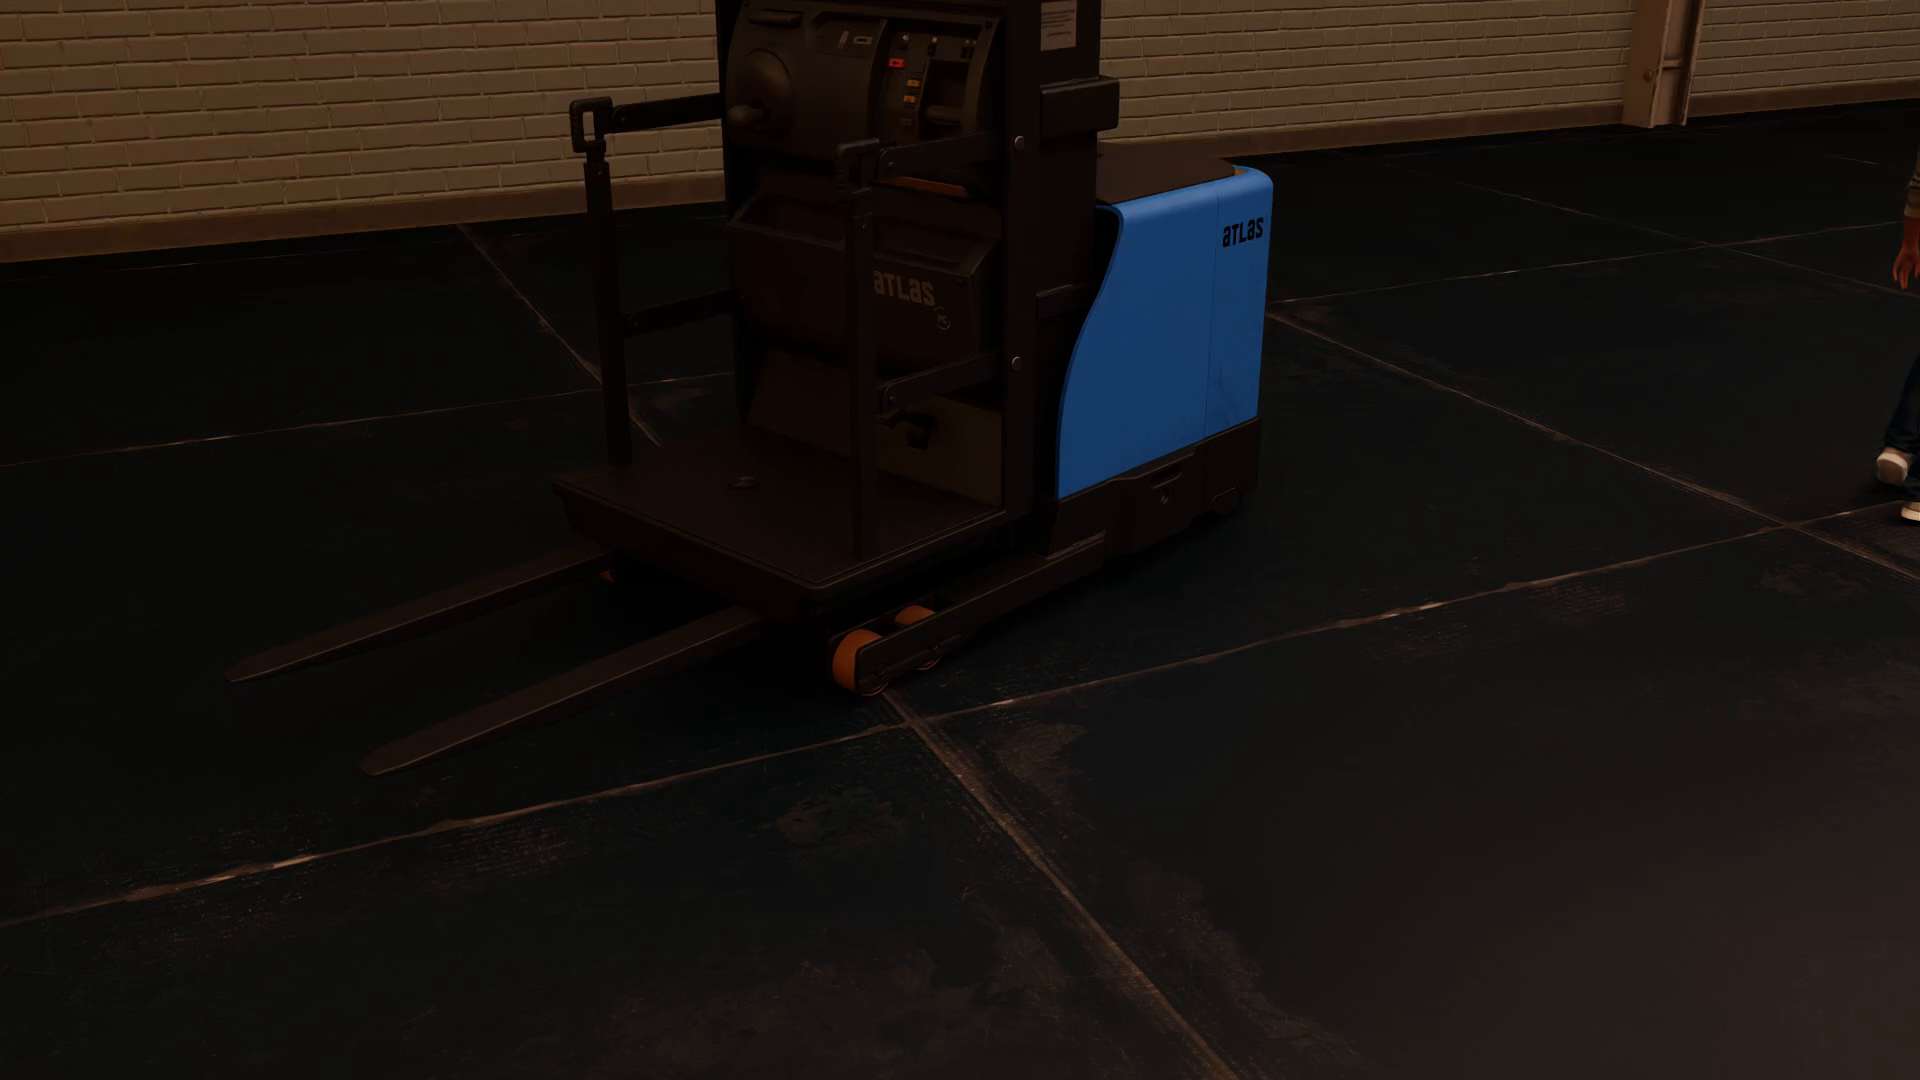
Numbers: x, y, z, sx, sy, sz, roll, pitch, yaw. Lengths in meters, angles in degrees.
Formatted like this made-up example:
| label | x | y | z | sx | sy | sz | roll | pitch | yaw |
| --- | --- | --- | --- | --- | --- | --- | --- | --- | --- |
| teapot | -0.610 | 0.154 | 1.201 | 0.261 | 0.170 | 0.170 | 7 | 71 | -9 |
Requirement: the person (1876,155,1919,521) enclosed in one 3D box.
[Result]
| label | x | y | z | sx | sy | sz | roll | pitch | yaw |
| --- | --- | --- | --- | --- | --- | --- | --- | --- | --- |
| person | 3.131 | -0.821 | 5.068 | 0.454 | 1.606 | 0.512 | -12 | 25 | -26 |

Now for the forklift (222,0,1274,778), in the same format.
| label | x | y | z | sx | sy | sz | roll | pitch | yaw |
| --- | --- | --- | --- | --- | --- | --- | --- | --- | --- |
| forklift | -0.413 | -1.182 | 4.131 | 1.130 | 2.935 | 3.031 | 19 | 29 | 39 |
